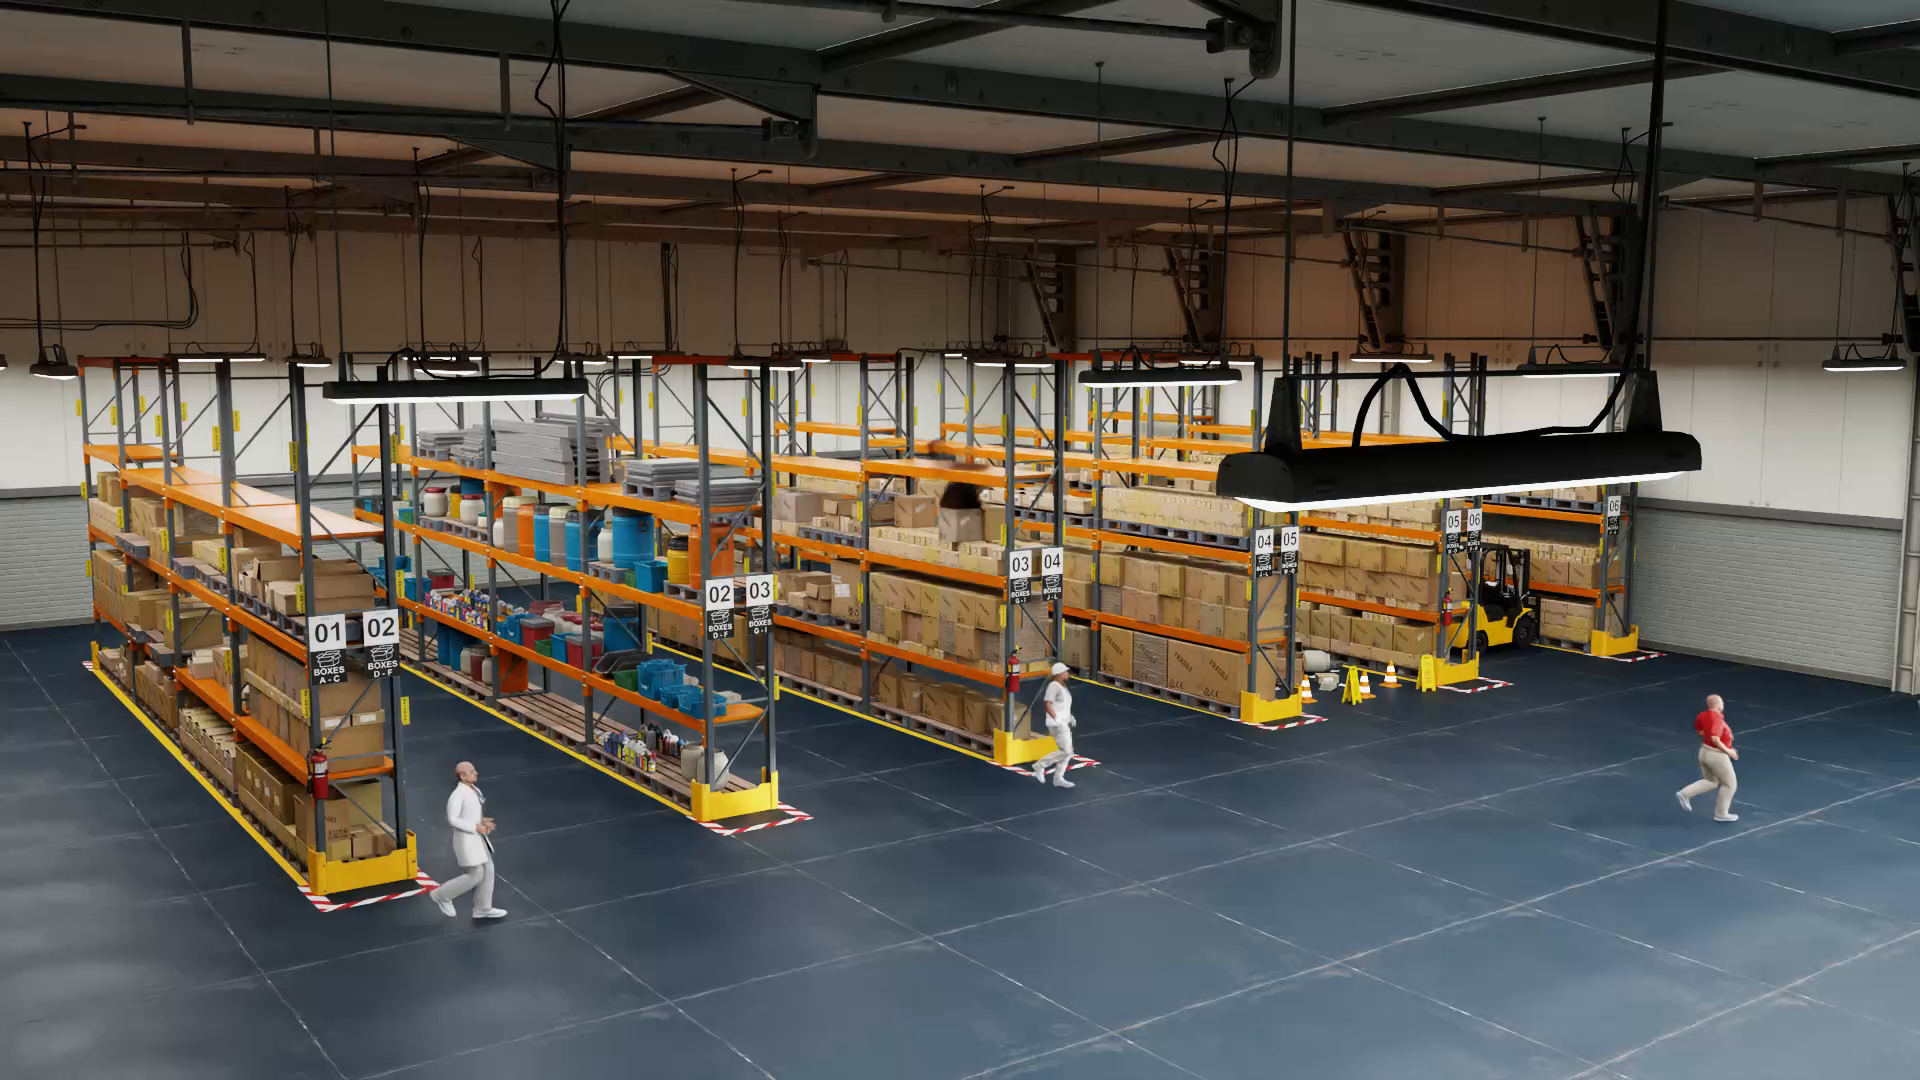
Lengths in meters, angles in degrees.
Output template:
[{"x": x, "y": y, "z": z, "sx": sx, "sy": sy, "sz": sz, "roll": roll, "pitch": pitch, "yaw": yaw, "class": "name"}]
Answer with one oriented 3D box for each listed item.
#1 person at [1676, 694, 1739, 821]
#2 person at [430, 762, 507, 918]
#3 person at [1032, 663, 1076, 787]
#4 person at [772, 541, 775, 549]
[{"x": 9.866, "y": 2.856, "z": 21.821, "sx": 0.779, "sy": 1.681, "sz": 0.672, "roll": 0, "pitch": 7, "yaw": -4, "class": "person"}, {"x": -5.369, "y": 3.273, "z": 18.108, "sx": 0.798, "sy": 1.752, "sz": 0.731, "roll": 0, "pitch": 7, "yaw": -1, "class": "person"}, {"x": 1.351, "y": 2.611, "z": 23.683, "sx": 0.591, "sy": 1.723, "sz": 0.713, "roll": 1, "pitch": 7, "yaw": 9, "class": "person"}, {"x": -4.715, "y": 0.463, "z": 41.913, "sx": 0.549, "sy": 1.588, "sz": 0.687, "roll": -3, "pitch": 8, "yaw": -26, "class": "person"}]
